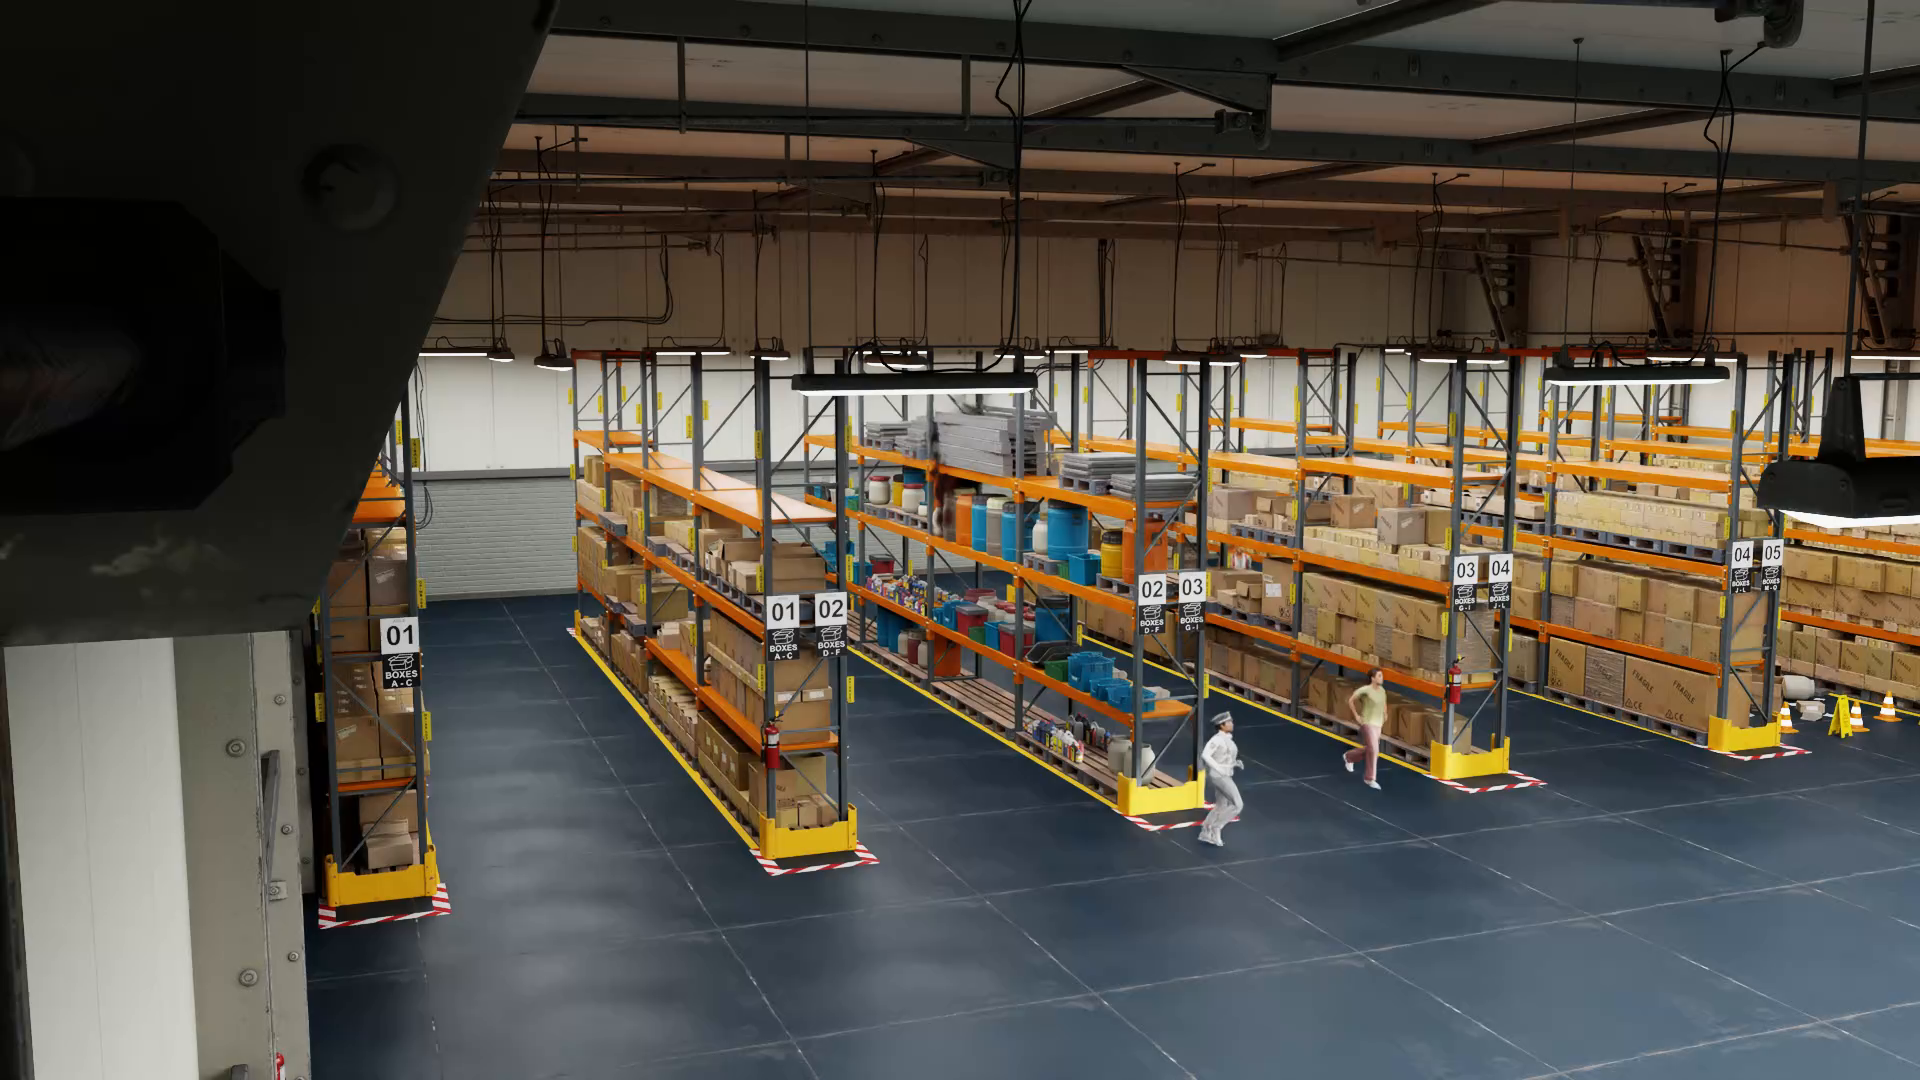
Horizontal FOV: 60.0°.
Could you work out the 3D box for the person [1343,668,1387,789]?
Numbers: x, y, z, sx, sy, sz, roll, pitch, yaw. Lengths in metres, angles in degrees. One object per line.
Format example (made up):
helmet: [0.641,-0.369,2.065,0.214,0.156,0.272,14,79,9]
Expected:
person: [5.786,2.620,23.535,0.615,1.664,0.803,-4,8,-31]

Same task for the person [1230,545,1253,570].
person: [6.095,0.927,36.378,0.623,1.838,0.845,-2,7,-18]

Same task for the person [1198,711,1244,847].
person: [3.265,2.945,20.622,0.553,1.677,0.651,2,8,19]

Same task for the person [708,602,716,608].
person: [-4.823,1.316,33.603,0.598,1.679,0.918,-5,9,-35]
